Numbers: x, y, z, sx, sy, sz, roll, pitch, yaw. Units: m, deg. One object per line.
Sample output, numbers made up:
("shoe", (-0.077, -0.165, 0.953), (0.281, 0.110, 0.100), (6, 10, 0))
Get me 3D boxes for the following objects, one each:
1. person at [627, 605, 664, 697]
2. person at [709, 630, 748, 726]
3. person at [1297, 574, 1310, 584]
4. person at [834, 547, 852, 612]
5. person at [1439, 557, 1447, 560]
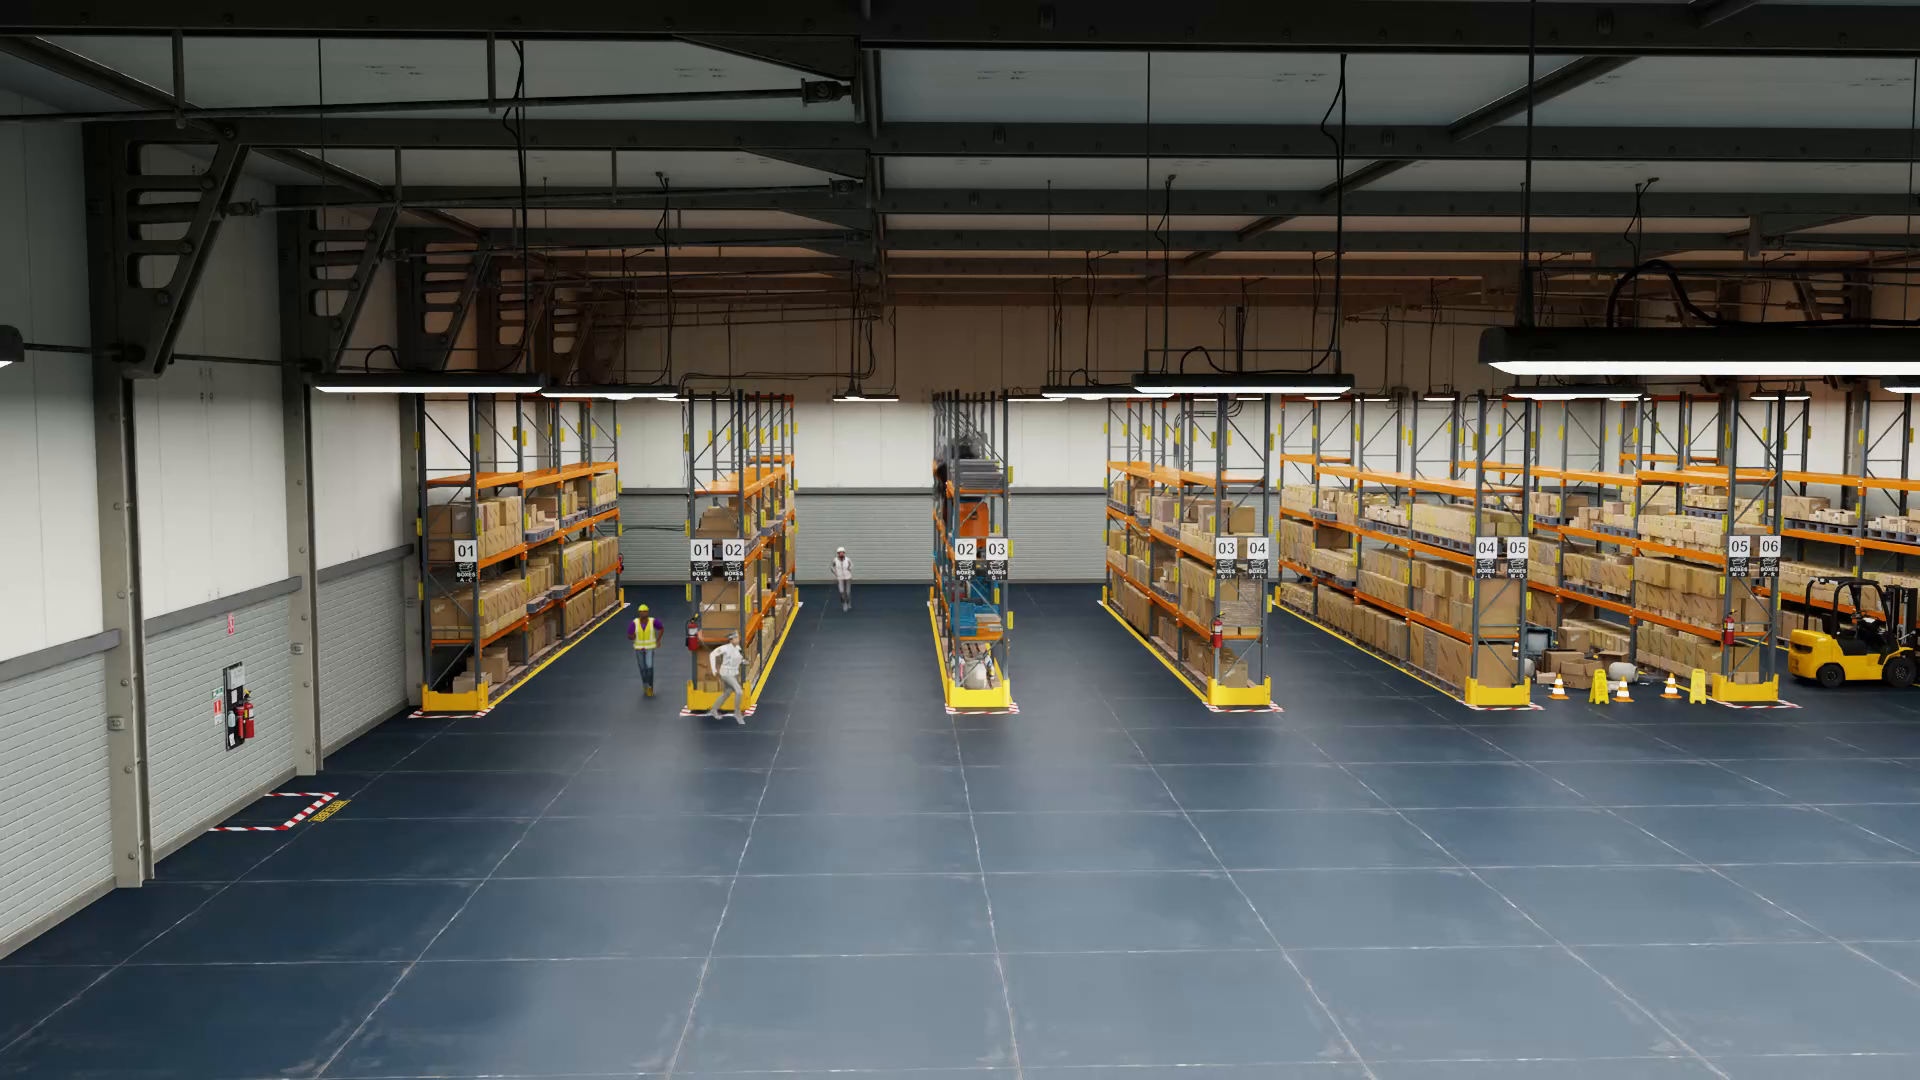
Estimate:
("person", (-6.213, 2.179, 32.777), (0.672, 1.824, 0.762), (0, 5, -1))
("person", (-4.186, 2.463, 29.765), (0.827, 1.726, 0.516), (2, 5, 28))
("person", (10.160, 0.959, 48.833), (0.565, 1.561, 0.615), (3, 6, 32))
("person", (-3.261, 1.099, 46.108), (0.517, 1.805, 0.721), (-1, 5, -10))
("person", (14.359, 0.885, 49.385), (0.779, 1.656, 0.613), (2, 5, 21))
